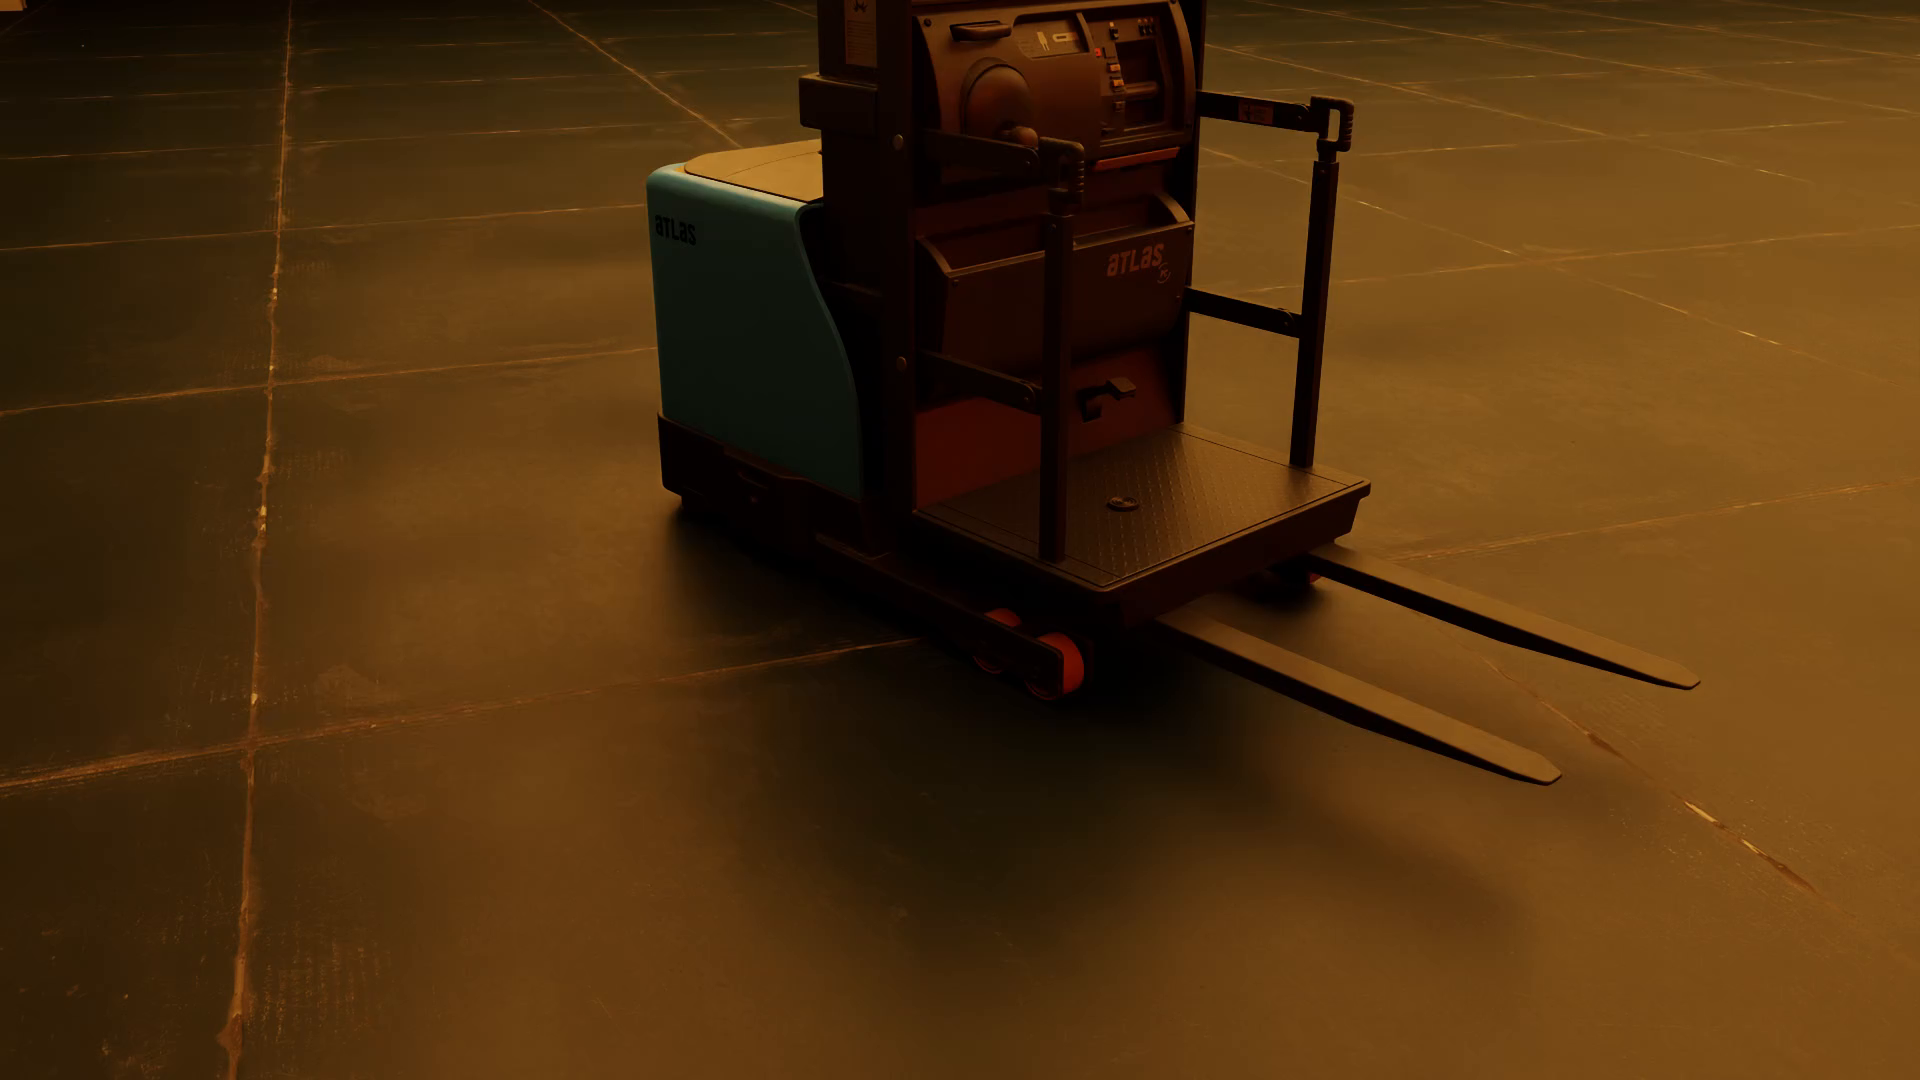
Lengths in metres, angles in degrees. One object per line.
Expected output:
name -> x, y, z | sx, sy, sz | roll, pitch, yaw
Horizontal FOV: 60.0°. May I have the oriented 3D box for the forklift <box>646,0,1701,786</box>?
forklift -> 0.409, -1.176, 4.096 | 1.130, 2.935, 3.031 | -19, 30, -38
